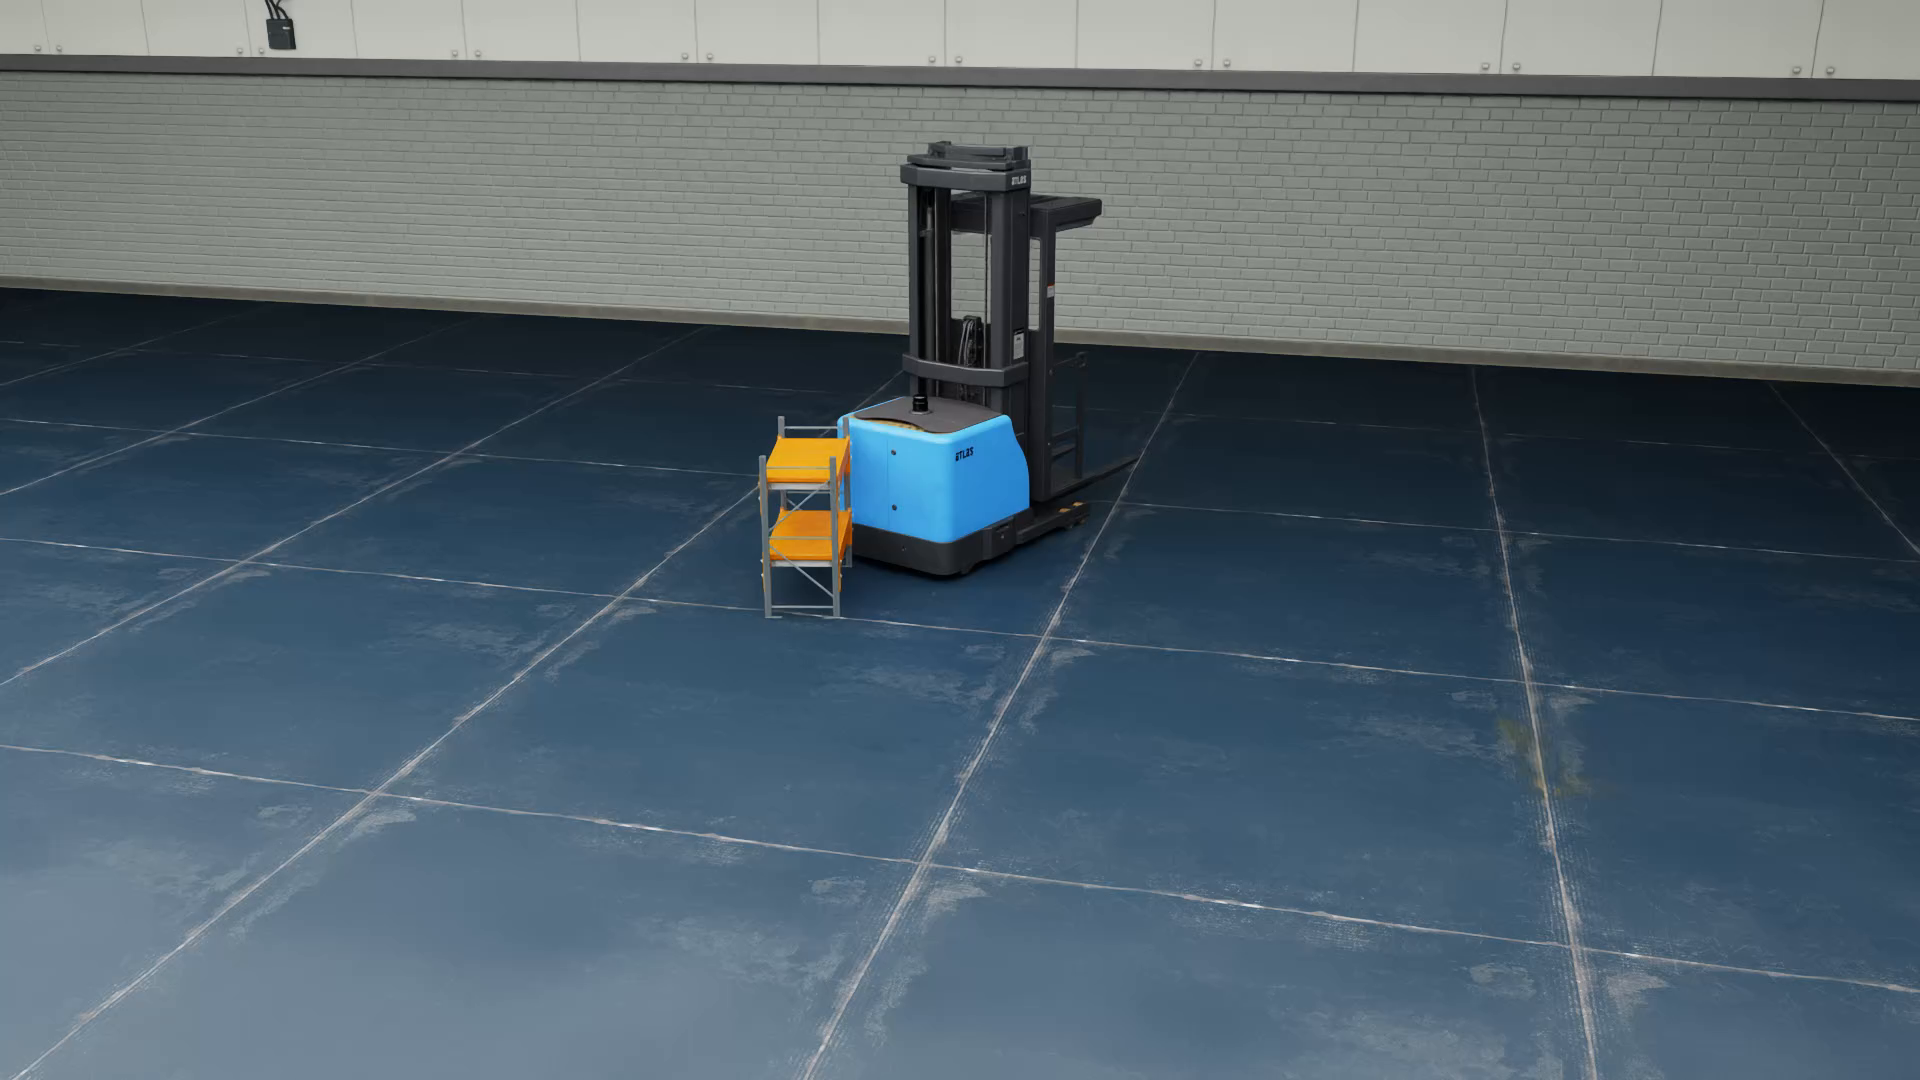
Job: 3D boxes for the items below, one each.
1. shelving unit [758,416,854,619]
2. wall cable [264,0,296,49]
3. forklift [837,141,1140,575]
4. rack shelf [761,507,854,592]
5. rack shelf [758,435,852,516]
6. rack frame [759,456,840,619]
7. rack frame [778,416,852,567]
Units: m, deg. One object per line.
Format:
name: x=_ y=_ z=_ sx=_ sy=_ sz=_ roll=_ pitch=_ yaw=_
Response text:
shelving unit: x=-1.045 y=-0.174 z=11.458 sx=0.538 sy=1.125 sz=1.048 roll=0 pitch=19 yaw=1
wall cable: x=-7.453 y=-8.863 z=19.453 sx=2.305 sy=6.003 sz=0.169 roll=5 pitch=19 yaw=13
forklift: x=0.369 y=-1.552 z=12.697 sx=1.130 sy=2.935 sz=3.031 roll=13 pitch=23 yaw=34
rack shelf: x=-1.045 y=0.057 z=11.537 sx=0.538 sy=0.278 sz=1.000 roll=0 pitch=19 yaw=1
rack shelf: x=-1.045 y=-0.451 z=11.363 sx=0.538 sy=0.278 sz=1.000 roll=0 pitch=19 yaw=1
rack frame: x=-1.054 y=-0.010 z=10.977 sx=0.500 sy=1.125 sz=0.032 roll=0 pitch=19 yaw=1
rack frame: x=-1.036 y=-0.339 z=11.939 sx=0.500 sy=1.125 sz=0.032 roll=0 pitch=19 yaw=1
